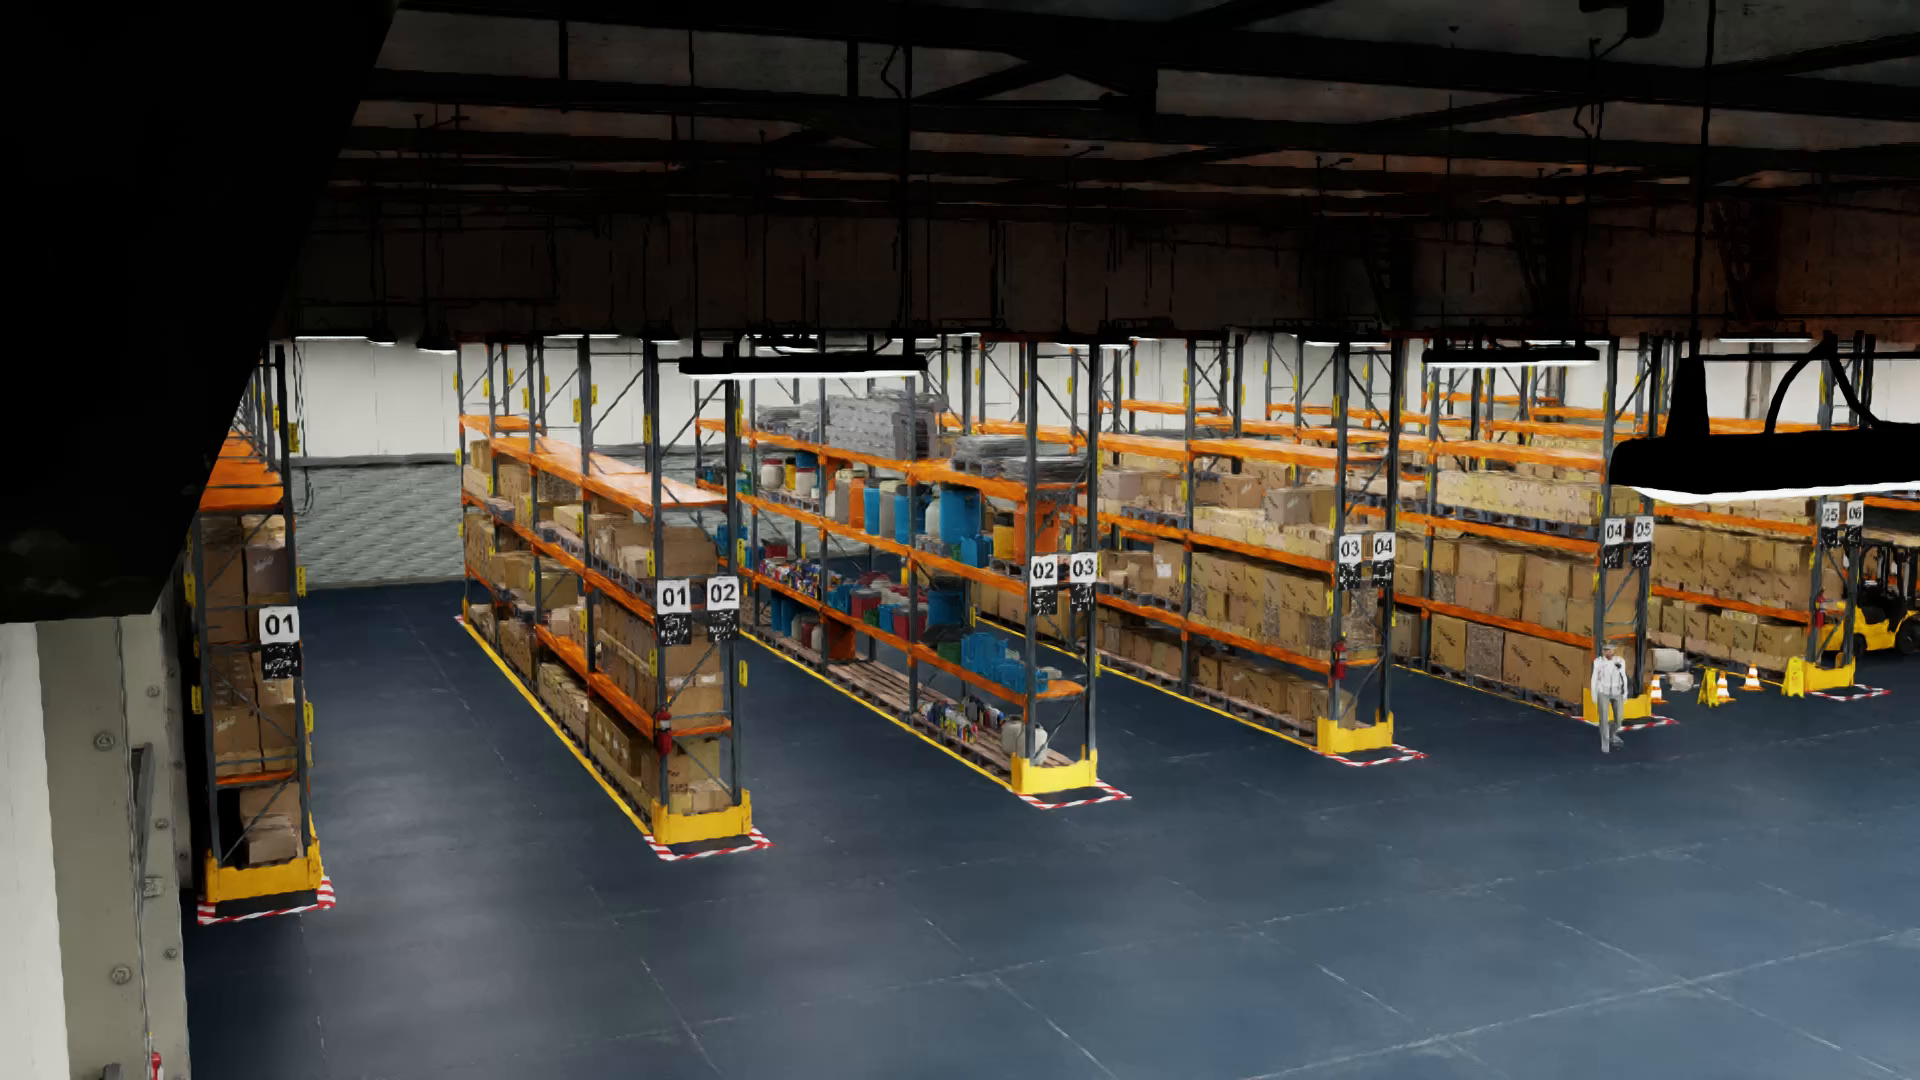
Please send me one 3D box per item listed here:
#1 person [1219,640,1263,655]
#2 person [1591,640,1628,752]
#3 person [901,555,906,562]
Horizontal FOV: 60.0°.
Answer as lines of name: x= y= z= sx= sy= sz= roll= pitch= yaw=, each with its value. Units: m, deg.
person: x=5.269 y=1.341 z=31.146 sx=0.497 sy=1.580 sz=1.090 roll=-4 pitch=9 yaw=-27
person: x=9.490 y=2.242 z=24.323 sx=0.521 sy=1.665 sz=0.545 roll=2 pitch=8 yaw=11
person: x=-1.236 y=-0.279 z=42.767 sx=0.677 sy=1.726 sz=0.574 roll=-4 pitch=9 yaw=-27
